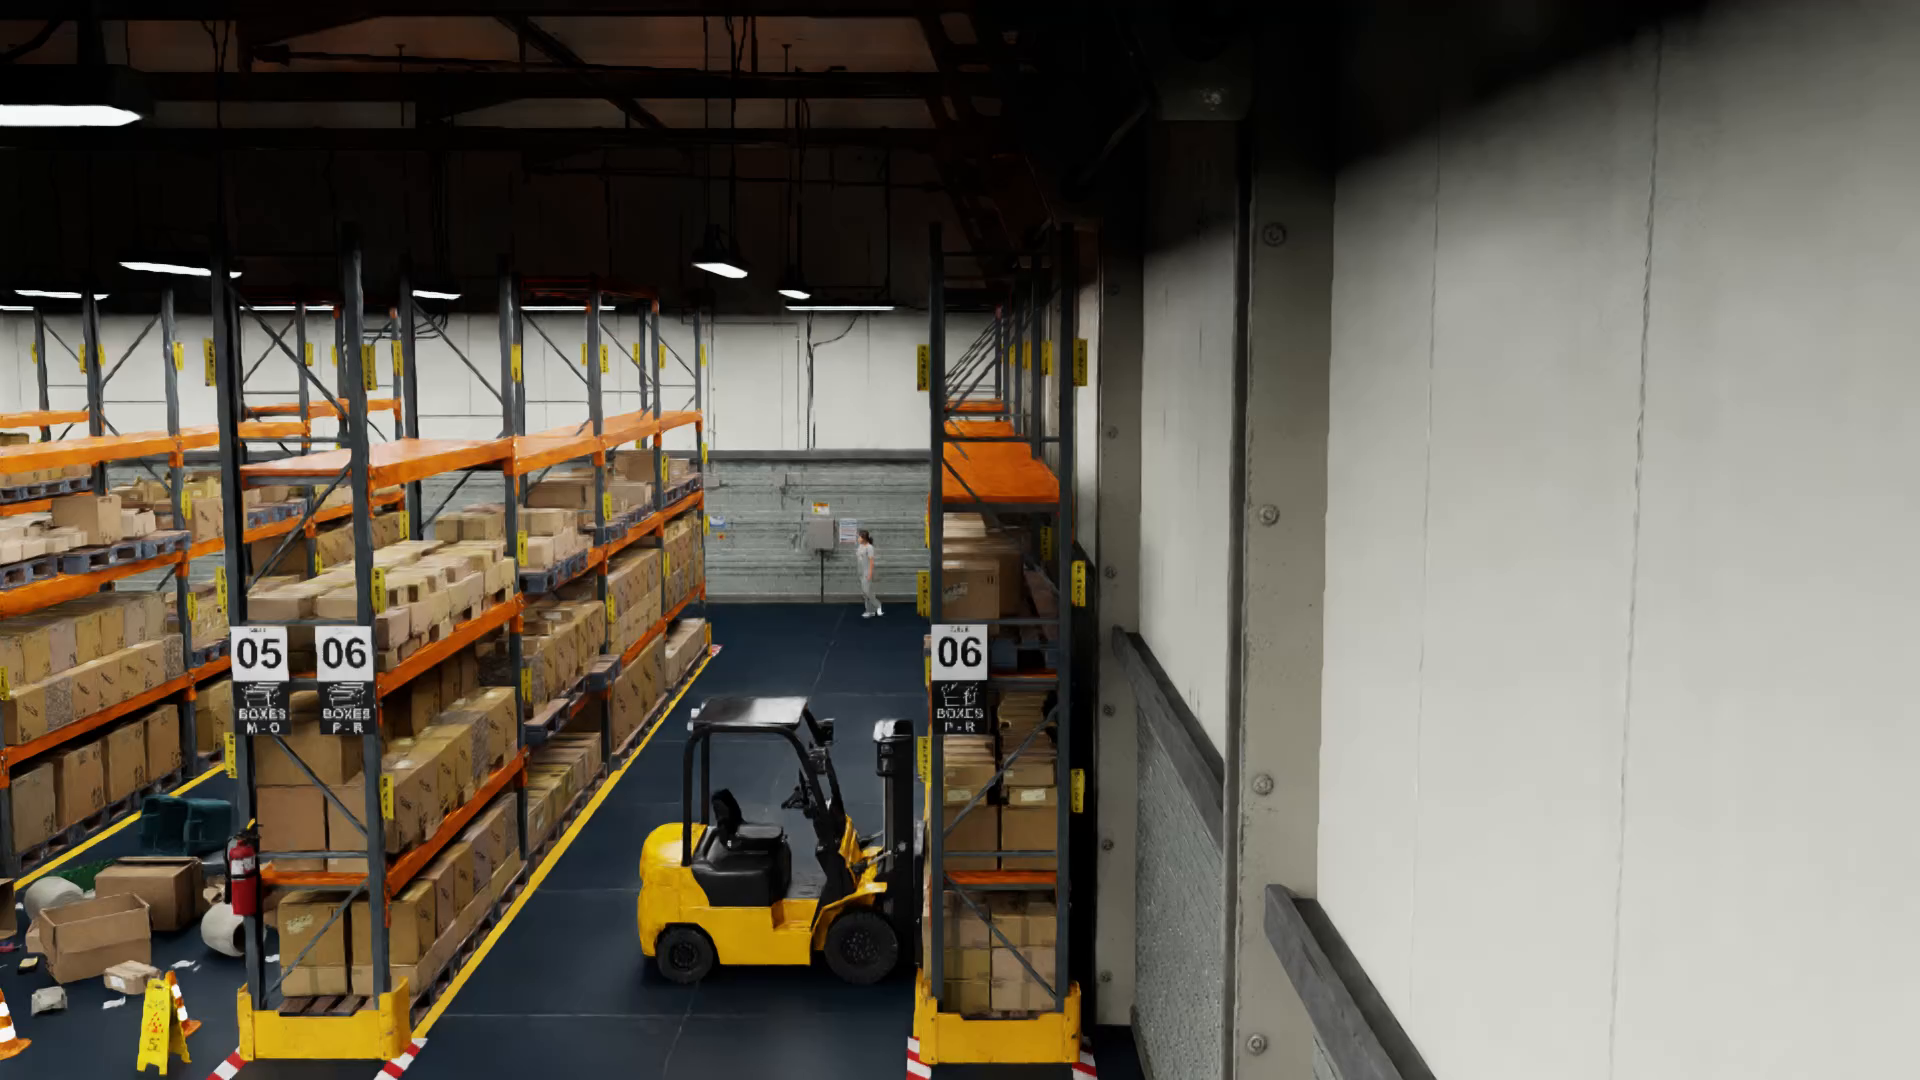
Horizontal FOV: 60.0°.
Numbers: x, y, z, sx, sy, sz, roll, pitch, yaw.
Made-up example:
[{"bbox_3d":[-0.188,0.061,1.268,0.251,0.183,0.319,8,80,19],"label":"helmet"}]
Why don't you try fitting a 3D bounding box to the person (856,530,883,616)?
[{"bbox_3d":[-1.733,0.633,31.684,0.447,1.668,0.604,-5,8,-35],"label":"person"}]
